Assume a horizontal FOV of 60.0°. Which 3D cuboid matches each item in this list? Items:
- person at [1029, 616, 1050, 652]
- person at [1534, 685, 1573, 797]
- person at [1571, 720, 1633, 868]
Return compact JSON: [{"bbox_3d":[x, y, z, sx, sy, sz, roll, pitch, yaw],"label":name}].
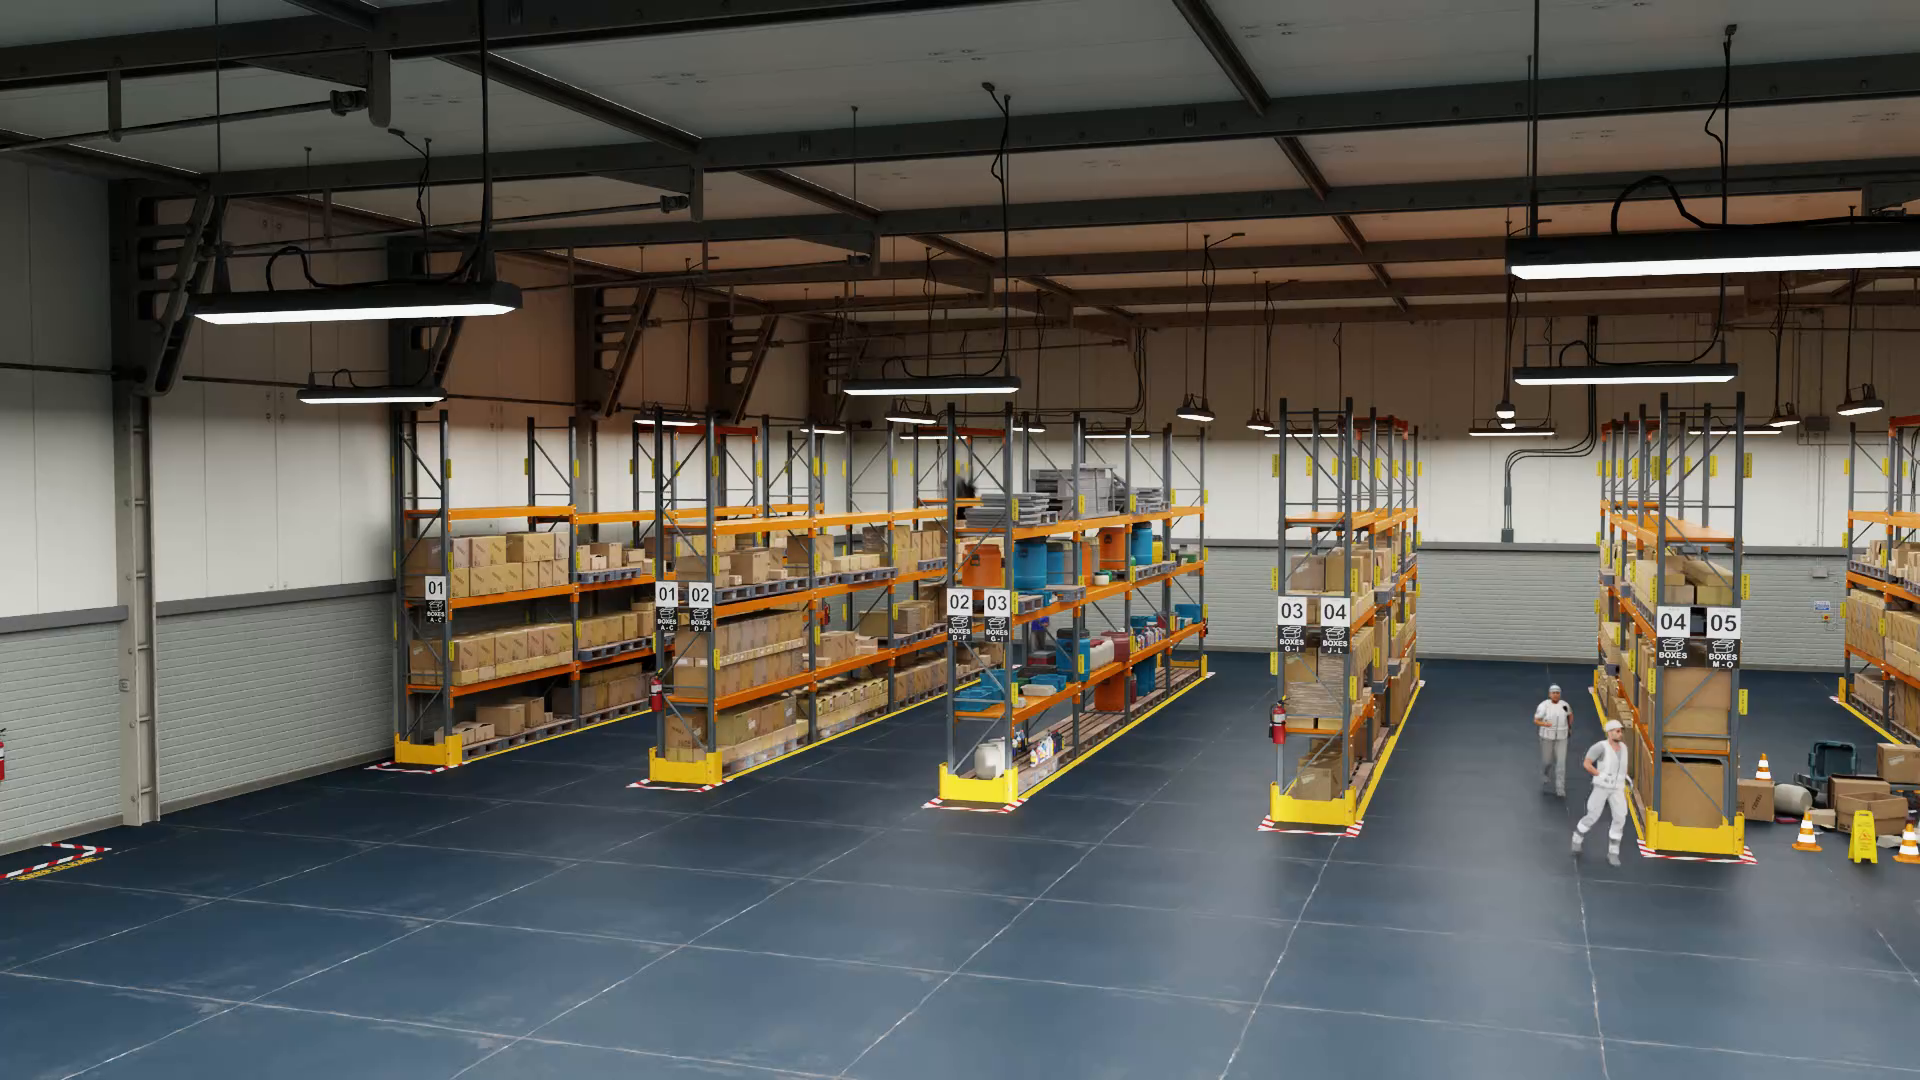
[{"bbox_3d":[1.820,2.271,39.023,0.596,1.668,0.885,0,2,6],"label":"person"},{"bbox_3d":[9.130,3.046,25.549,0.603,1.640,0.958,0,2,9],"label":"person"},{"bbox_3d":[8.305,3.199,21.248,0.722,1.796,0.875,0,2,-10],"label":"person"}]
